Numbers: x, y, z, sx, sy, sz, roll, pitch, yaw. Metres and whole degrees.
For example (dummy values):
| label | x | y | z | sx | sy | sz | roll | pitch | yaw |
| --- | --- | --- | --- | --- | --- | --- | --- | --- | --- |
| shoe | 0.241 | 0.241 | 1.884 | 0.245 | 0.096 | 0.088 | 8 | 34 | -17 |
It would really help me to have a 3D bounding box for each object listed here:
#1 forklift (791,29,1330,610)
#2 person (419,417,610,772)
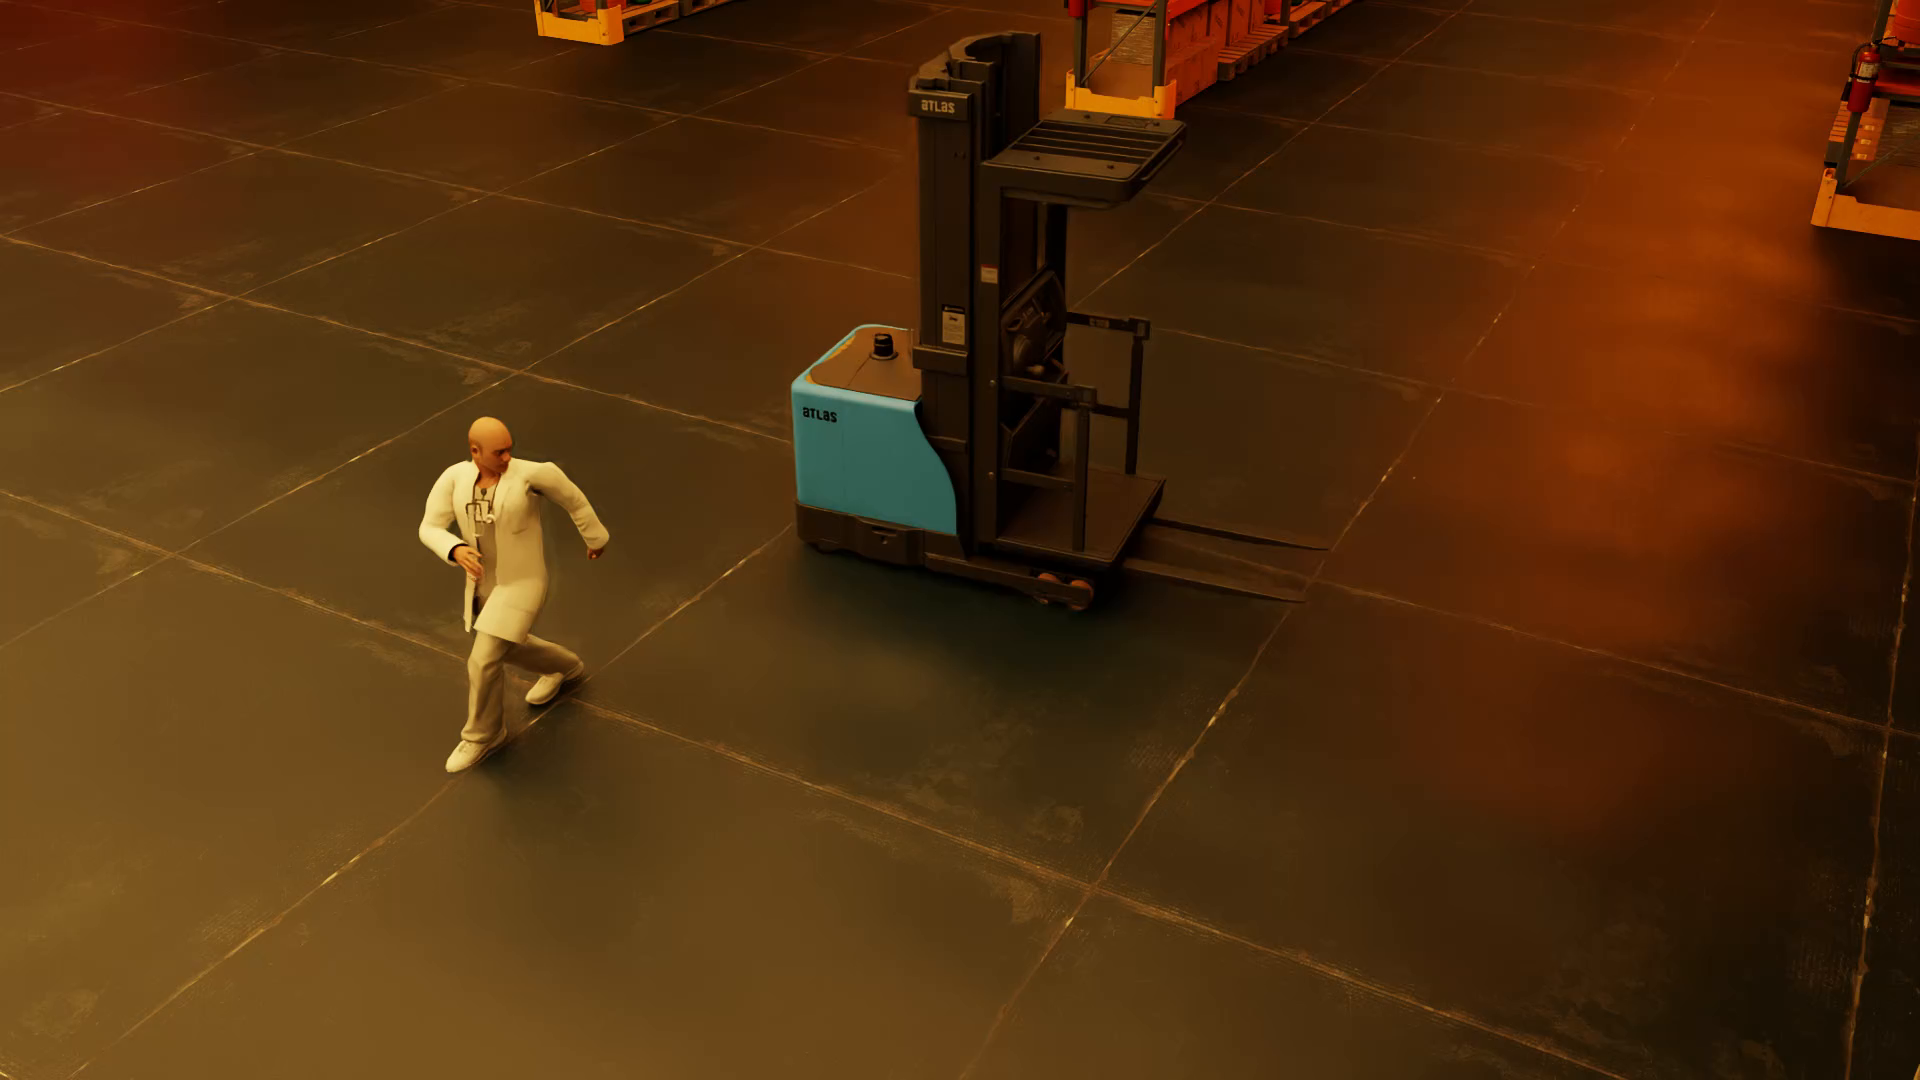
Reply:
| label | x | y | z | sx | sy | sz | roll | pitch | yaw |
| --- | --- | --- | --- | --- | --- | --- | --- | --- | --- |
| forklift | 0.591 | -1.178 | 9.112 | 3.031 | 2.935 | 1.130 | 11 | 32 | 19 |
| person | -2.189 | 0.203 | 8.002 | 0.607 | 1.706 | 1.007 | 15 | 33 | 24 |
